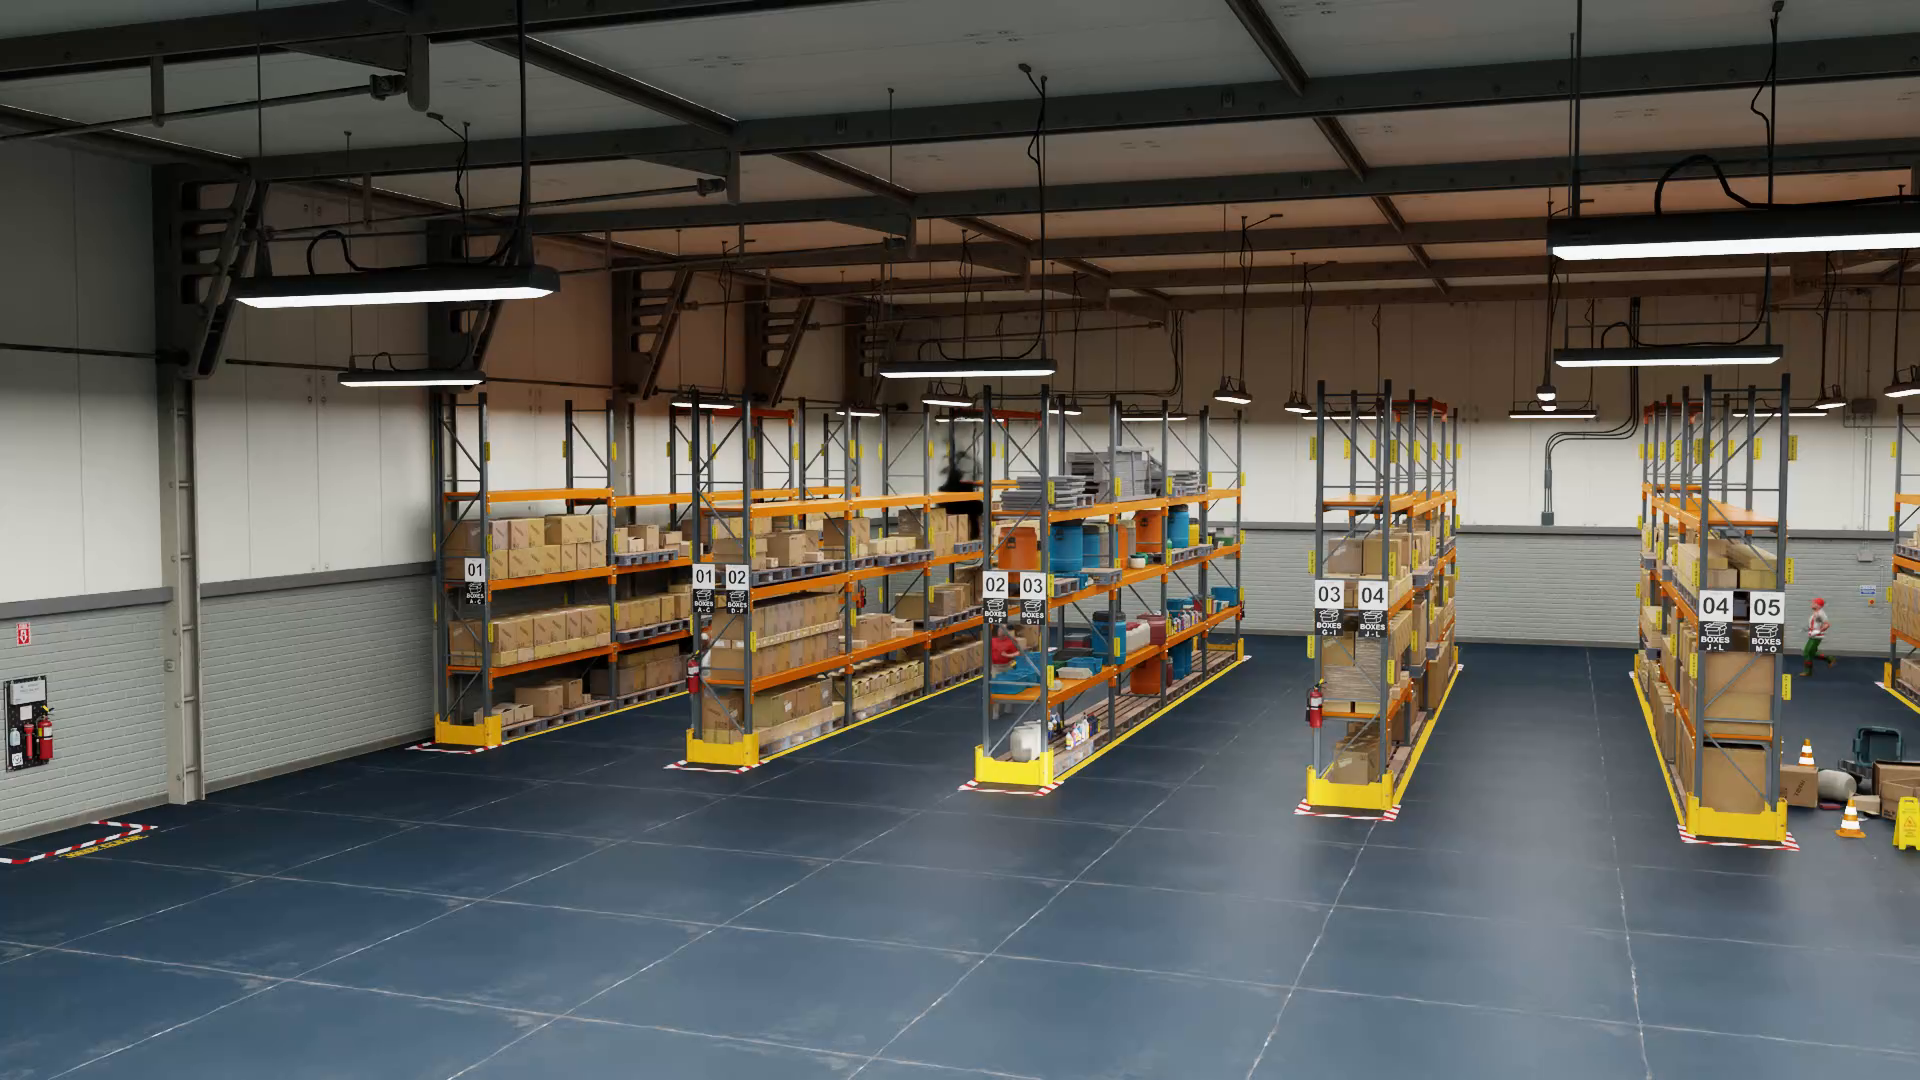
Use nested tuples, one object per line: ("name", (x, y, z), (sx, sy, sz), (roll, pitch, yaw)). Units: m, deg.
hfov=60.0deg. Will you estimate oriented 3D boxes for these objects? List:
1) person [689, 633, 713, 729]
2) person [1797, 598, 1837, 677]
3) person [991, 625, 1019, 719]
("person", (-4.558, 2.539, 29.576), (0.683, 1.787, 0.962), (1, 3, 21))
("person", (19.058, 2.164, 36.919), (0.811, 1.761, 0.649), (1, 3, 17))
("person", (0.783, 2.454, 31.283), (0.662, 1.714, 0.989), (0, 3, 7))
